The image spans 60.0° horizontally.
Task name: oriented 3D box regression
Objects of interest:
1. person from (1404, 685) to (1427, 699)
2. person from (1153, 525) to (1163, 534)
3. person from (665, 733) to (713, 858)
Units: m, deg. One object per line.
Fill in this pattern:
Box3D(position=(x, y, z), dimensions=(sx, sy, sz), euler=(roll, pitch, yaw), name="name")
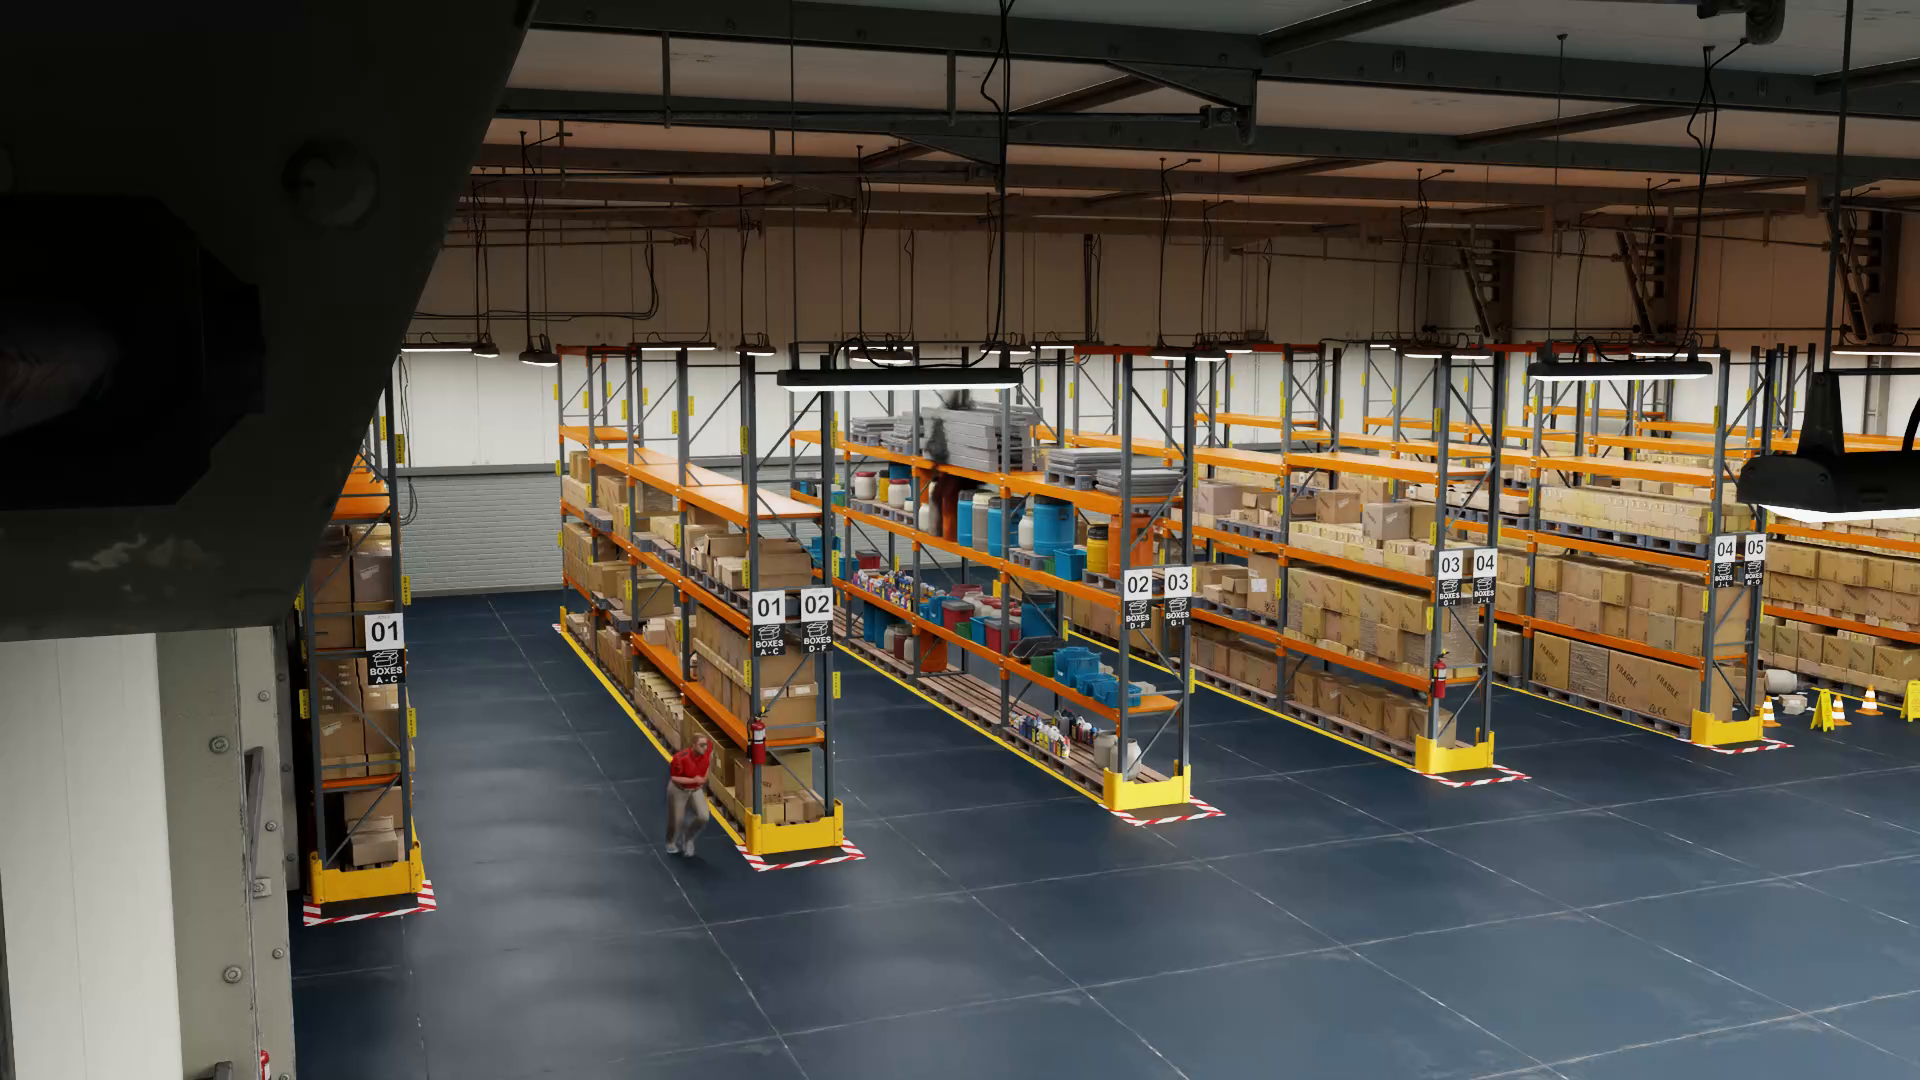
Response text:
Box3D(position=(7.865, 1.867, 28.765), dimensions=(0.706, 1.682, 0.753), euler=(-4, 8, -27), name="person")
Box3D(position=(4.806, 0.314, 40.660), dimensions=(0.682, 1.738, 0.589), euler=(2, 8, 18), name="person")
Box3D(position=(-3.218, 3.035, 19.889), dimensions=(0.695, 1.598, 0.978), euler=(-6, 10, -41), name="person")
